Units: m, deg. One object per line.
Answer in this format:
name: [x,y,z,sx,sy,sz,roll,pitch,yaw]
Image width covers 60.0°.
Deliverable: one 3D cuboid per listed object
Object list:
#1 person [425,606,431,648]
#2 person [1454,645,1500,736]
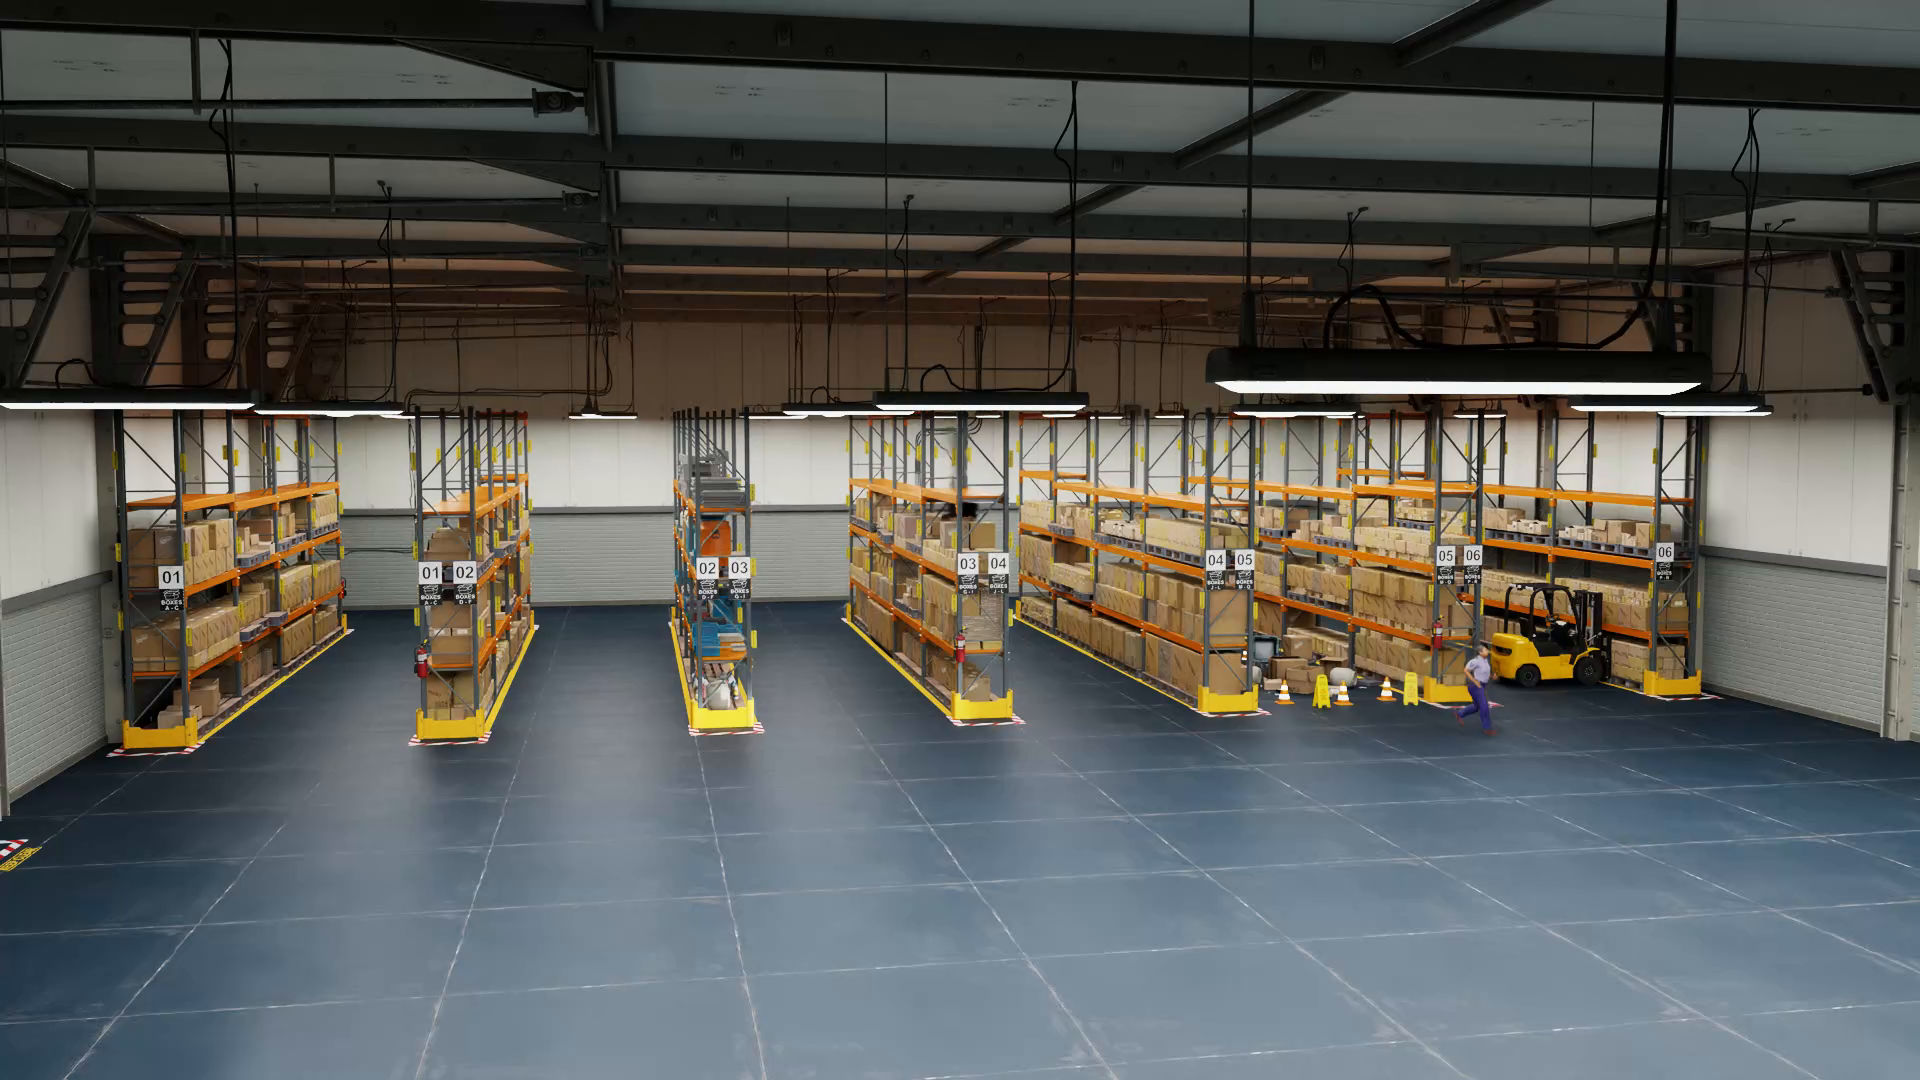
person: [-13.494,1.878,42.528,0.600,1.678,0.820,-1,4,-14]
person: [9.603,2.747,30.436,0.597,1.650,0.614,3,5,38]
